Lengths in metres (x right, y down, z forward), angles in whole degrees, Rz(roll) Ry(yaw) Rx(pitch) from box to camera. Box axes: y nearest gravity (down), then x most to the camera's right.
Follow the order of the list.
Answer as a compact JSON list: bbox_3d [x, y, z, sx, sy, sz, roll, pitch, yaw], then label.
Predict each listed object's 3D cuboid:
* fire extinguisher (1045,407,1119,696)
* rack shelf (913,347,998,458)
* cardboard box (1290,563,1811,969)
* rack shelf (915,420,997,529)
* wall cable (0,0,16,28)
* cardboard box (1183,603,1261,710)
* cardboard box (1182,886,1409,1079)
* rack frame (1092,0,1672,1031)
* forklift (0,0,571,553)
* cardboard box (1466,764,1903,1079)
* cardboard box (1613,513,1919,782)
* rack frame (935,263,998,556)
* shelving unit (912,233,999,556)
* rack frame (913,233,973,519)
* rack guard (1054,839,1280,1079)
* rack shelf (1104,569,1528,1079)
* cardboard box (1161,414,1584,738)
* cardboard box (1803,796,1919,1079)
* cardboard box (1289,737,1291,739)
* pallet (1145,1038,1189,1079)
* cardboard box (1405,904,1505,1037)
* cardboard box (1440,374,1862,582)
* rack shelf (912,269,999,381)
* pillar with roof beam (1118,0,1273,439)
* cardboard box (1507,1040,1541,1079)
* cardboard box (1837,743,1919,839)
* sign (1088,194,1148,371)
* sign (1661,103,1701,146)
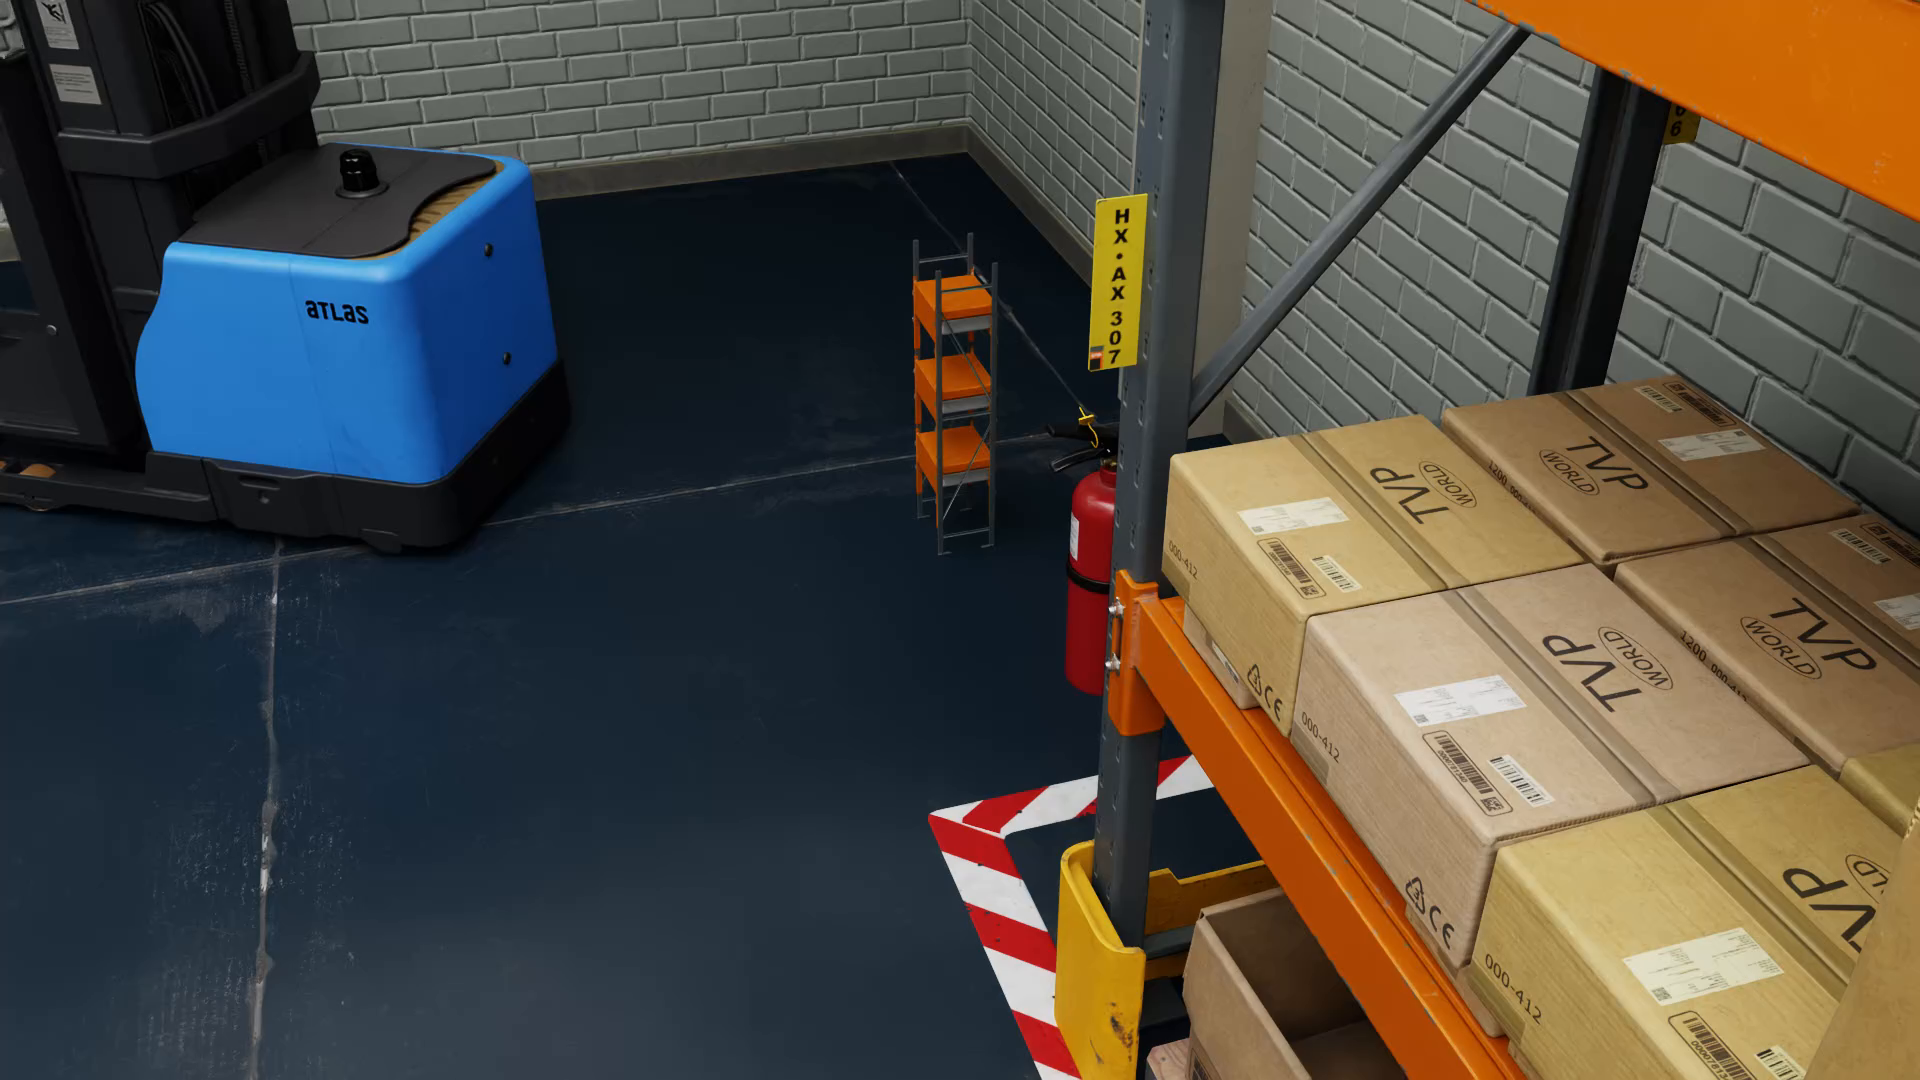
[{"bbox_3d":[0.311,0.009,3.423,0.296,0.674,0.183,-10,35,-15],"label":"fire extinguisher"},{"bbox_3d":[-0.016,-0.457,5.509,0.215,0.259,0.240,-10,35,-15],"label":"rack shelf"},{"bbox_3d":[0.832,0.308,2.430,0.500,0.250,0.500,-10,35,-14],"label":"cardboard box"},{"bbox_3d":[-0.016,-0.225,5.662,0.215,0.259,0.240,-10,35,-15],"label":"rack shelf"},{"bbox_3d":[-4.325,-2.967,6.598,0.588,1.984,0.122,-10,35,-15],"label":"wall cable"},{"bbox_3d":[0.635,0.145,3.038,0.380,0.149,0.250,-10,35,-15],"label":"cardboard box"},{"bbox_3d":[0.892,1.024,3.362,0.797,0.503,0.637,-11,35,-17],"label":"cardboard box"},{"bbox_3d":[0.796,-0.179,3.300,1.000,3.000,0.127,-10,35,-15],"label":"rack frame"},{"bbox_3d":[-3.062,-1.598,5.510,3.031,2.935,1.130,7,34,11],"label":"forklift"},{"bbox_3d":[0.990,0.573,2.028,0.500,0.250,0.500,-11,35,-16],"label":"cardboard box"},{"bbox_3d":[1.345,0.227,2.551,0.500,0.250,0.500,-10,35,-15],"label":"cardboard box"},{"bbox_3d":[0.021,-0.402,5.406,0.200,1.050,0.008,-10,35,-15],"label":"rack frame"},{"bbox_3d":[-0.016,-0.466,5.503,0.215,1.050,0.252,-10,35,-15],"label":"shelving unit"},{"bbox_3d":[-0.054,-0.530,5.600,0.200,1.050,0.008,-10,35,-15],"label":"rack frame"},{"bbox_3d":[0.819,0.904,3.929,1.175,0.500,0.348,-10,35,-15],"label":"rack guard"},{"bbox_3d":[1.406,1.171,1.909,1.077,0.370,4.000,-10,35,-15],"label":"rack shelf"},{"bbox_3d":[0.678,0.043,2.830,0.500,0.250,0.500,-10,35,-14],"label":"cardboard box"},{"bbox_3d":[1.136,0.518,1.432,0.500,0.500,0.500,-9,35,-14],"label":"cardboard box"},{"bbox_3d":[0.757,0.270,2.848,0.380,0.149,0.250,-9,35,-14],"label":"cardboard box"},{"bbox_3d":[1.063,1.443,3.375,1.003,0.211,1.213,-10,35,-15],"label":"pallet"},{"bbox_3d":[0.889,0.546,2.431,0.380,0.149,0.250,-9,34,-13],"label":"cardboard box"},{"bbox_3d":[1.189,-0.044,2.961,0.500,0.250,0.500,-9,35,-13],"label":"cardboard box"},{"bbox_3d":[-0.016,-0.694,5.352,0.215,0.259,0.240,-10,35,-15],"label":"rack shelf"},{"bbox_3d":[-3.268,-3.525,2.922,9.100,9.000,0.400,-10,35,-15],"label":"pillar with roof beam"},{"bbox_3d":[0.975,0.684,2.222,0.380,0.149,0.250,-9,35,-14],"label":"cardboard box"},{"bbox_3d":[1.492,0.488,2.157,0.500,0.250,0.500,-9,34,-13],"label":"cardboard box"},{"bbox_3d":[0.279,-0.449,2.923,0.100,0.325,0.005,-10,35,-15],"label":"sign"},{"bbox_3d":[1.331,-0.877,3.019,0.100,0.325,0.005,-10,35,-15],"label":"sign"}]
